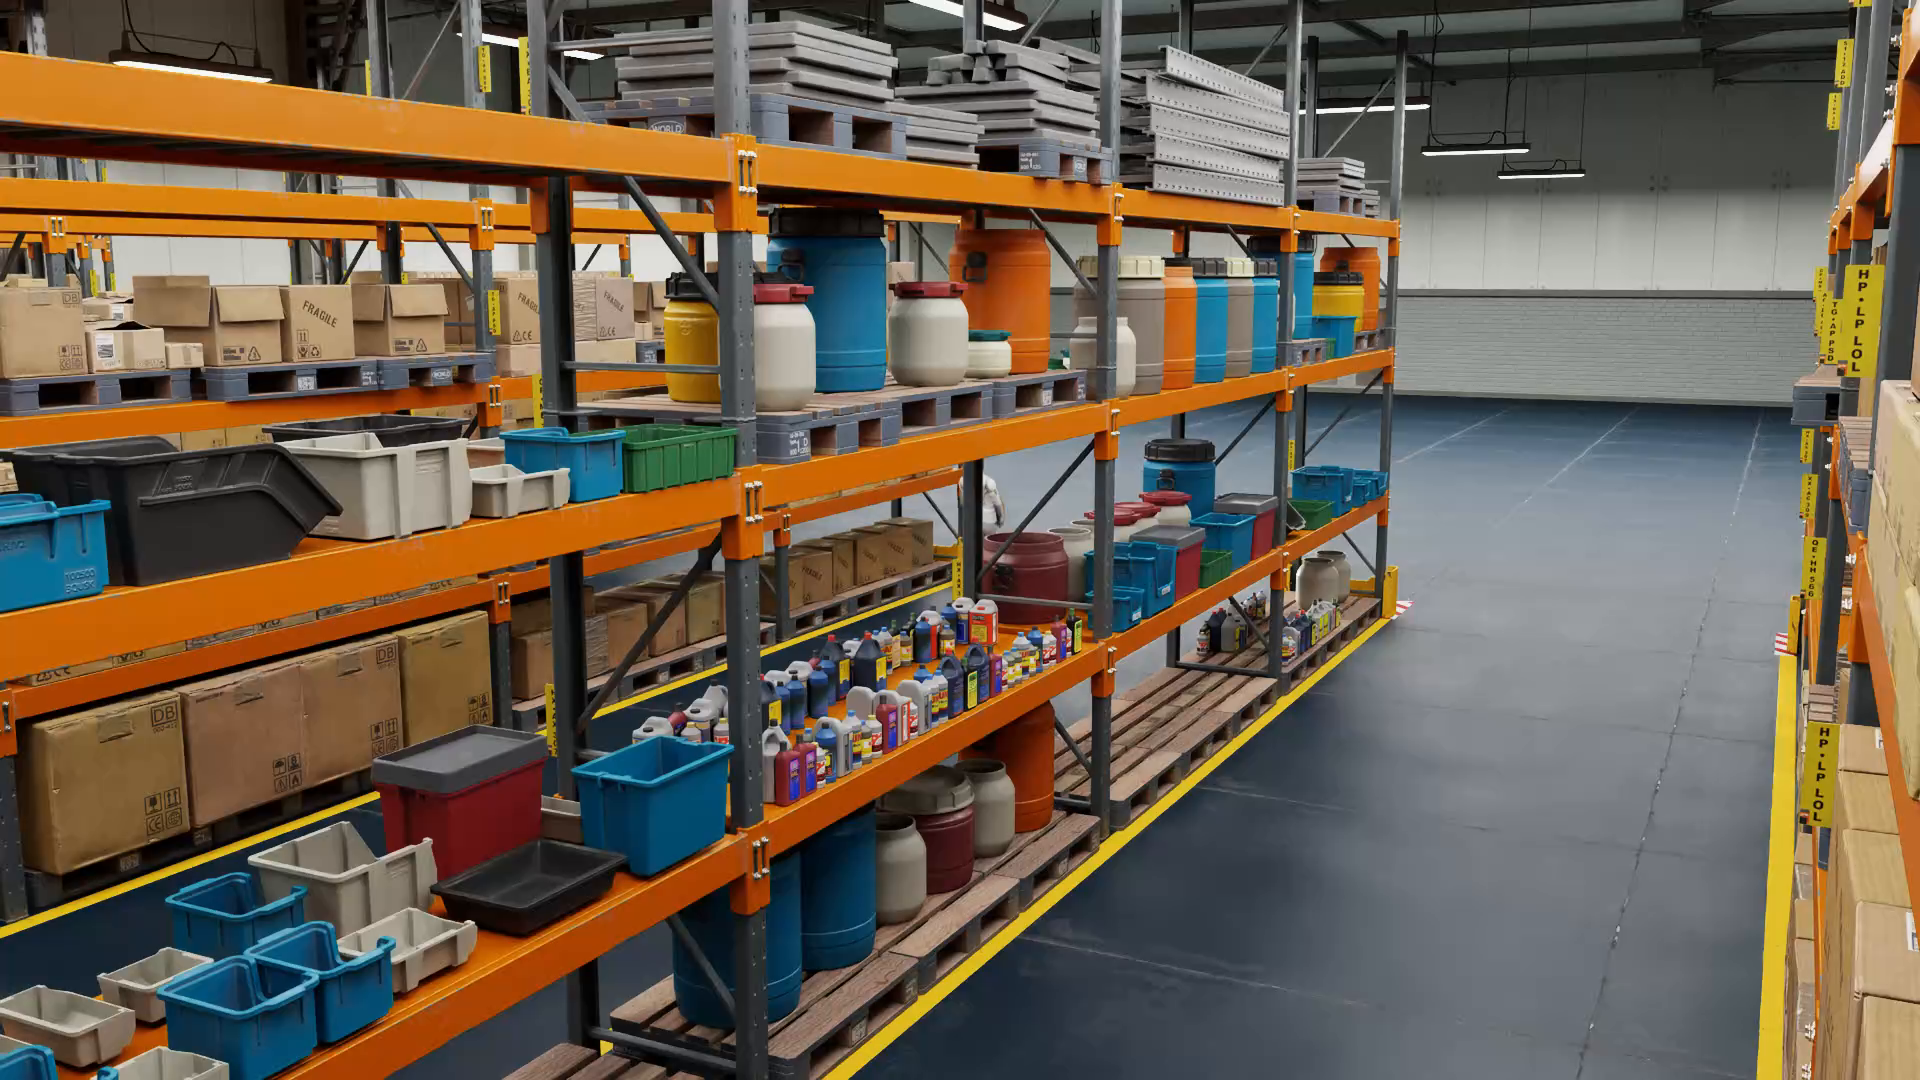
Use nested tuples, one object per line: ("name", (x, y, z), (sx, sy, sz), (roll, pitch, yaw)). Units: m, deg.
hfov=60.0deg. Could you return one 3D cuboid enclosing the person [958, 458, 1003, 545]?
("person", (0.237, -0.174, 18.325), (0.492, 1.701, 0.535), (4, 10, 25))
